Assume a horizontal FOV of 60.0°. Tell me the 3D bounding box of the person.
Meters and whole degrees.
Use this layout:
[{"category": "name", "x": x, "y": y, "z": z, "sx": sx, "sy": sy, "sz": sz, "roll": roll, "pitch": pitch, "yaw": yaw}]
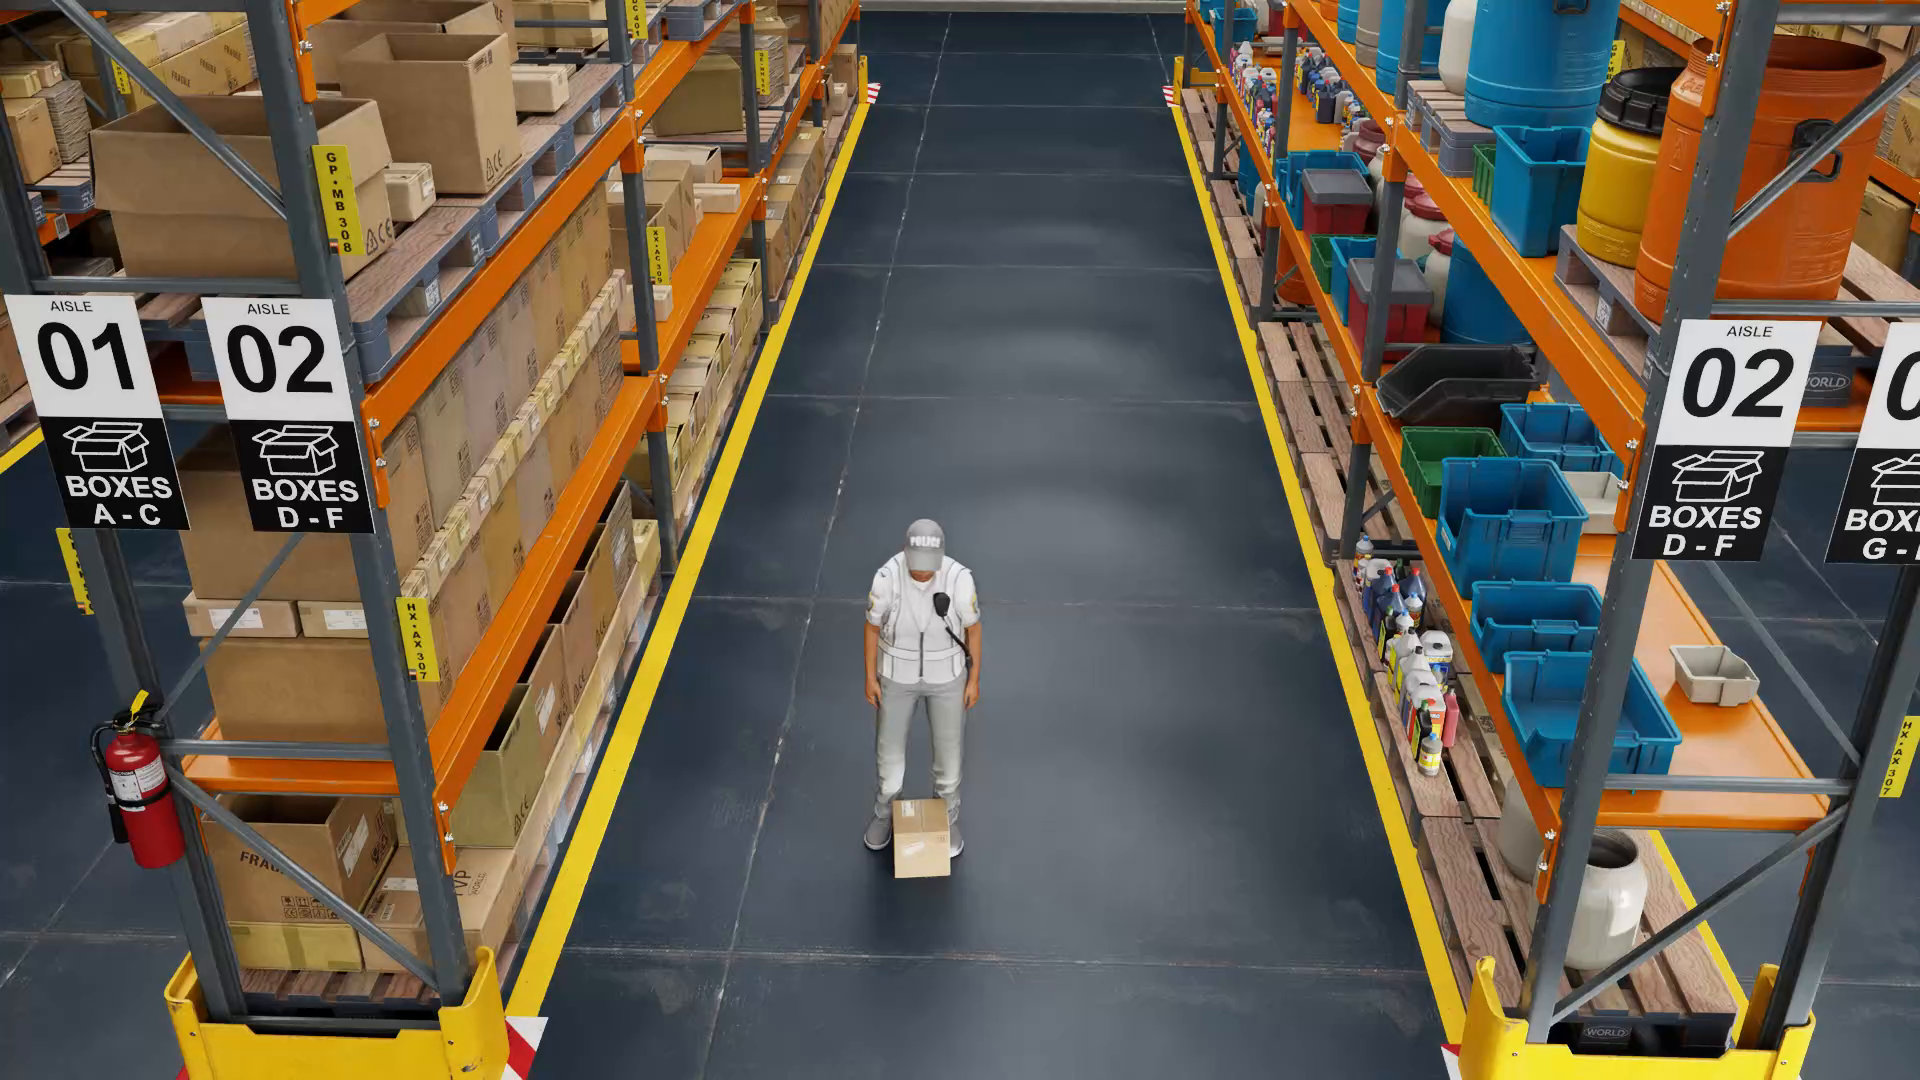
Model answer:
[{"category": "person", "x": -0.174, "y": 0.631, "z": 7.435, "sx": 0.541, "sy": 1.666, "sz": 0.468, "roll": 1, "pitch": 28, "yaw": 1}]
